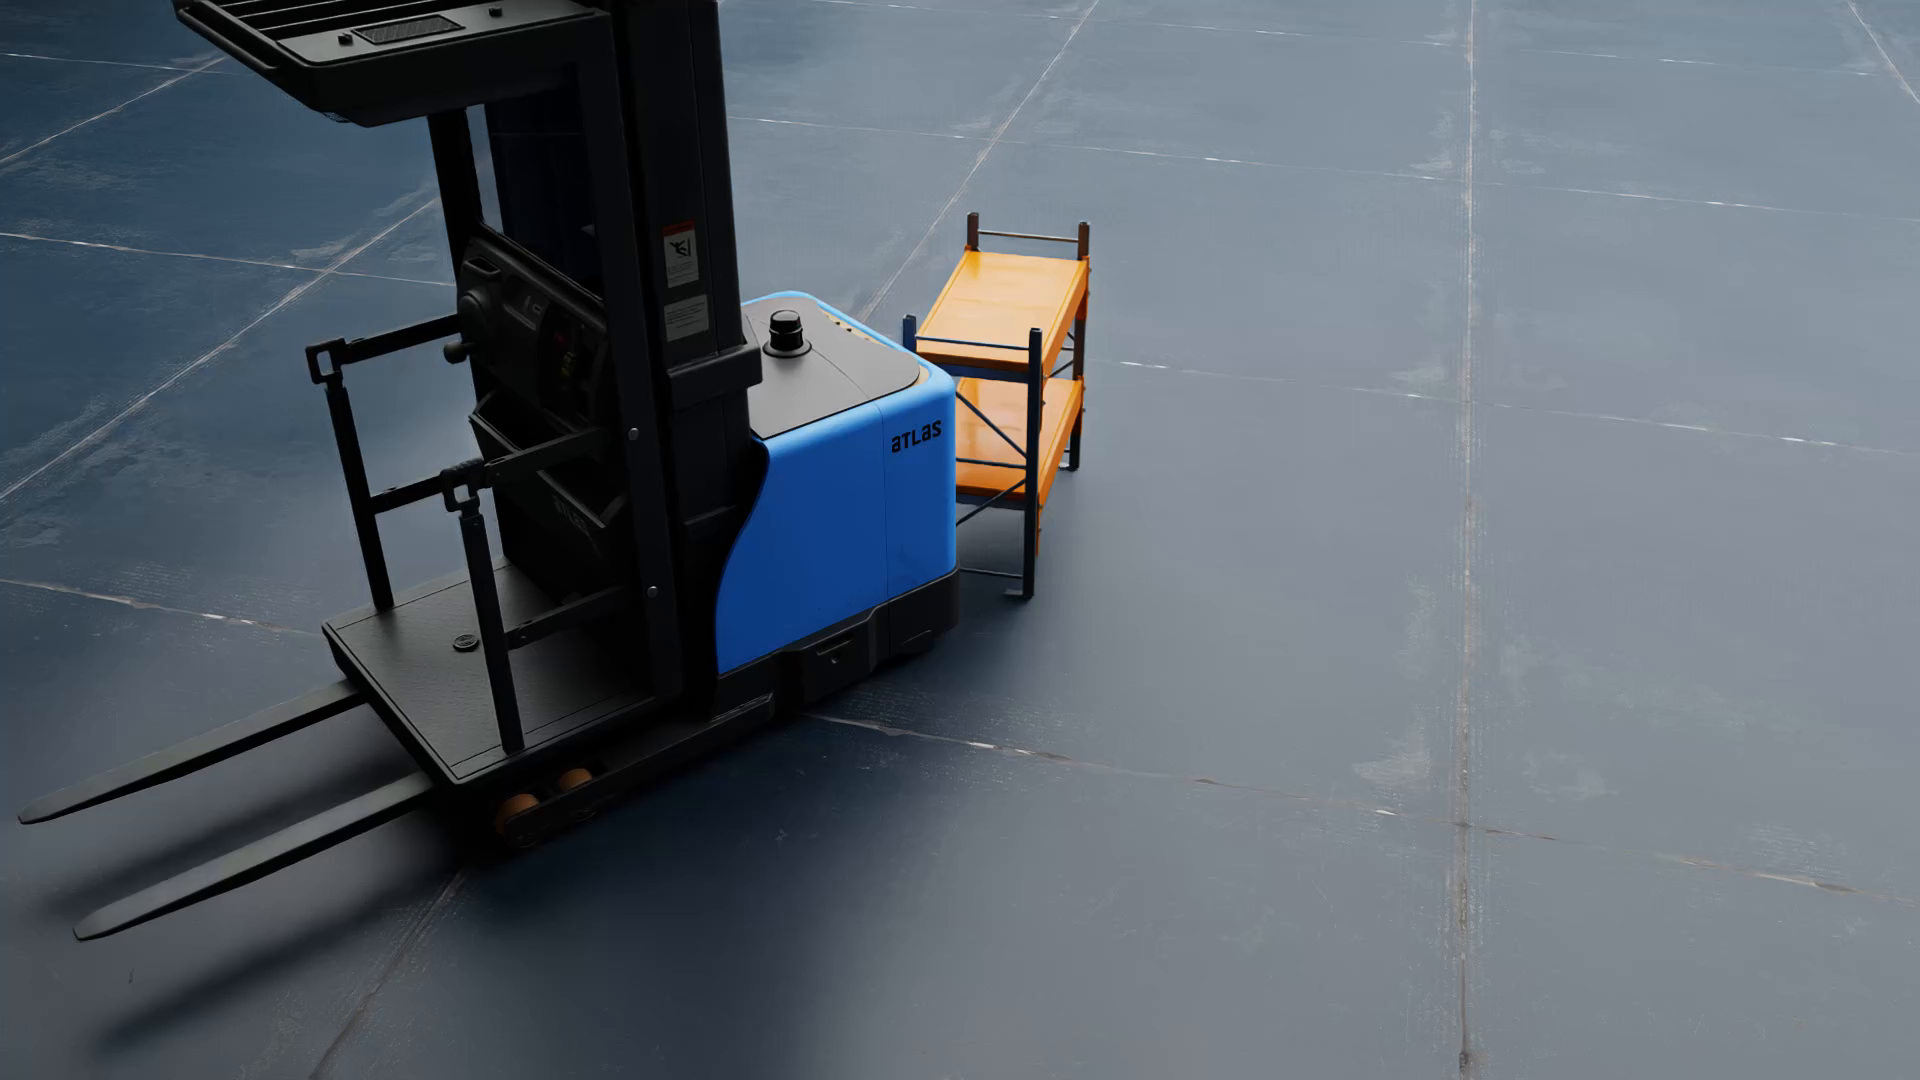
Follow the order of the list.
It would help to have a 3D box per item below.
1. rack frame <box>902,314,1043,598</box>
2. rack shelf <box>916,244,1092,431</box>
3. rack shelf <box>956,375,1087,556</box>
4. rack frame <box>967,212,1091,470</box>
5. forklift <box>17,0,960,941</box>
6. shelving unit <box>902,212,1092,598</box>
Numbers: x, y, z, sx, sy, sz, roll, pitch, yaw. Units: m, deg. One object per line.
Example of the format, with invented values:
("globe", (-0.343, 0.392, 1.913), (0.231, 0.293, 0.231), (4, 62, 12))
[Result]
("rack frame", (0.043, -0.289, 6.157), (0.500, 1.125, 0.032), (7, 33, 11))
("rack shelf", (0.159, -0.802, 6.417), (0.538, 0.278, 1.000), (7, 33, 11))
("rack shelf", (0.159, -0.348, 6.705), (0.538, 0.278, 1.000), (7, 33, 11))
("rack frame", (0.276, -0.820, 6.992), (0.500, 1.125, 0.032), (7, 33, 11))
("forklift", (-1.466, -0.591, 4.947), (3.031, 2.935, 1.130), (-23, 39, -32))
("shelving unit", (0.159, -0.555, 6.574), (0.538, 1.125, 1.048), (7, 33, 11))
